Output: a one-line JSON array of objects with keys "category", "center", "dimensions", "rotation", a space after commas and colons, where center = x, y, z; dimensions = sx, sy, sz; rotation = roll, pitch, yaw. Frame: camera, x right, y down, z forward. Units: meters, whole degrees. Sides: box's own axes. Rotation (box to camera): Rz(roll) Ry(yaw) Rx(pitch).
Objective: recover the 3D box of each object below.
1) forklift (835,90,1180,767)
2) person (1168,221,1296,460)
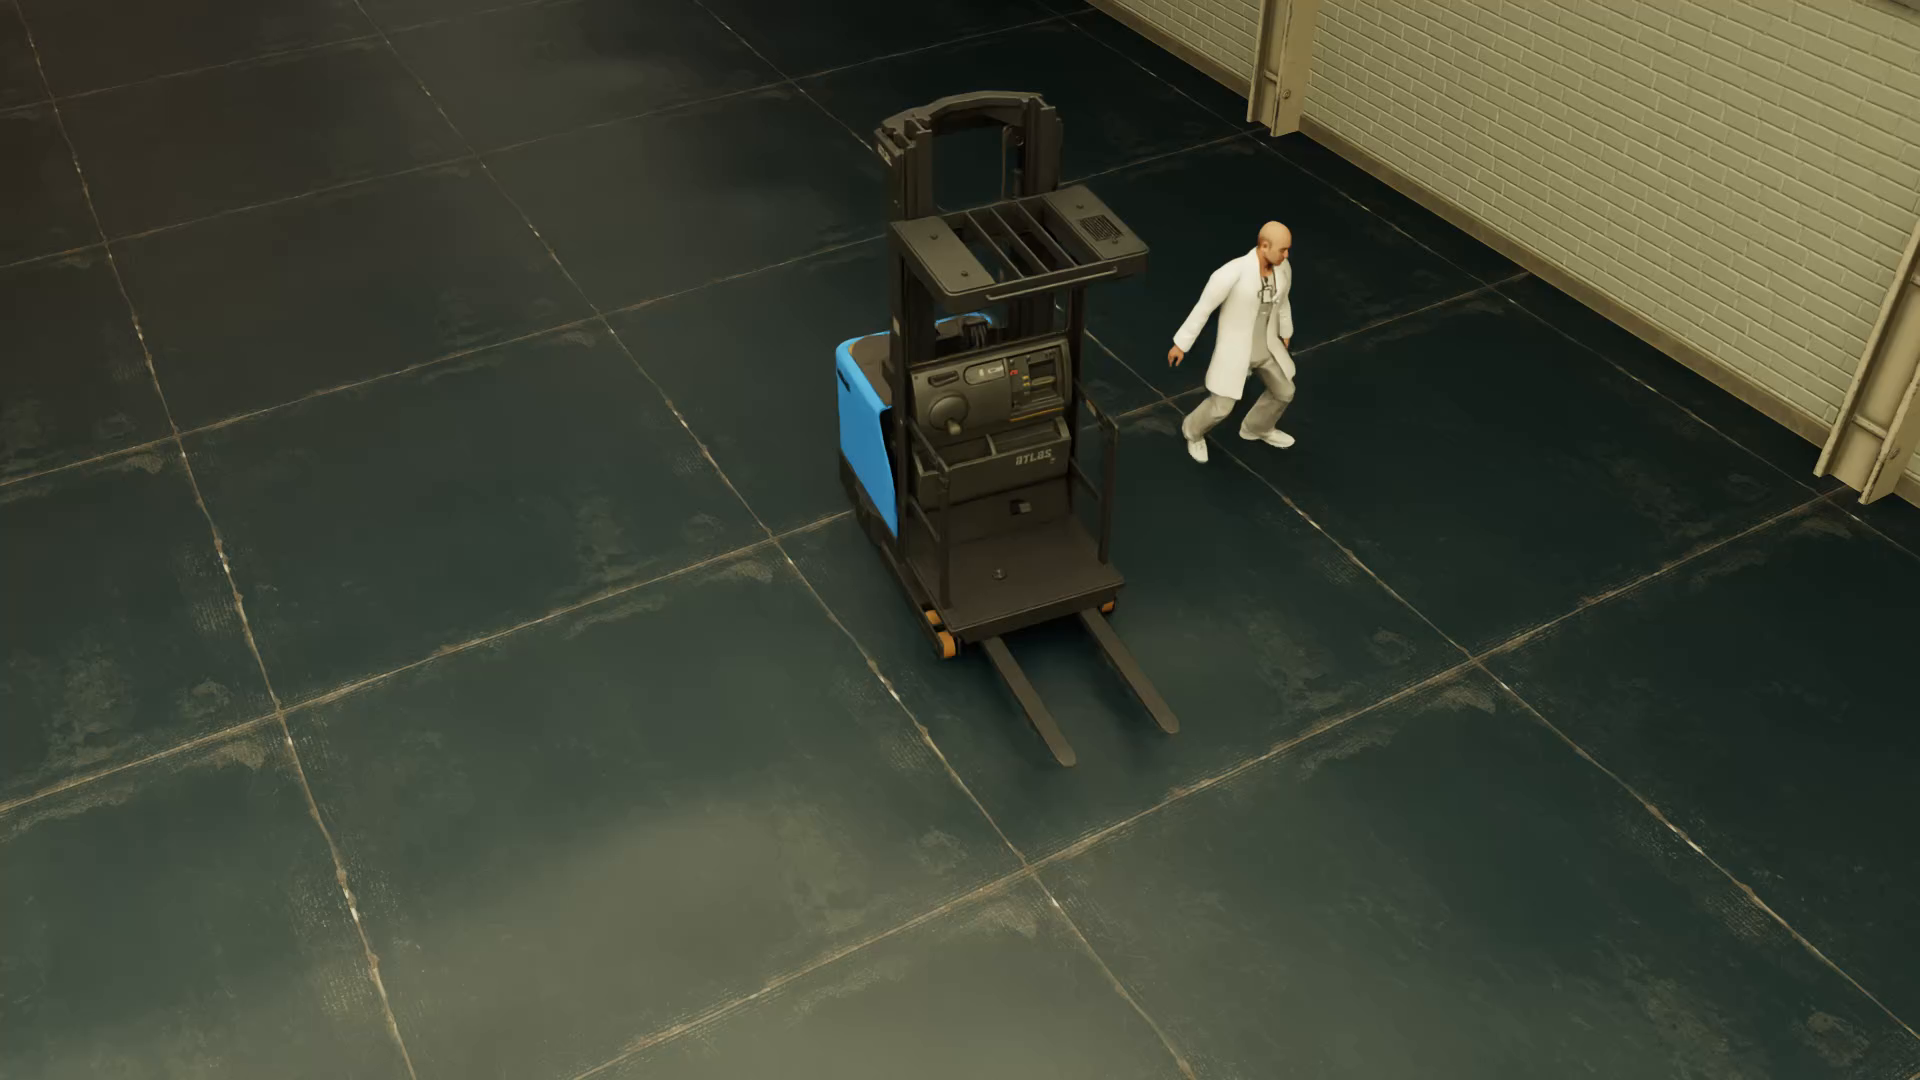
[{"category": "forklift", "center": [0.265, -0.759, 8.951], "dimensions": [1.130, 2.935, 3.031], "rotation": [-15, 42, -17]}, {"category": "person", "center": [1.748, -1.235, 10.531], "dimensions": [0.924, 1.748, 0.586], "rotation": [-16, 42, -19]}]
